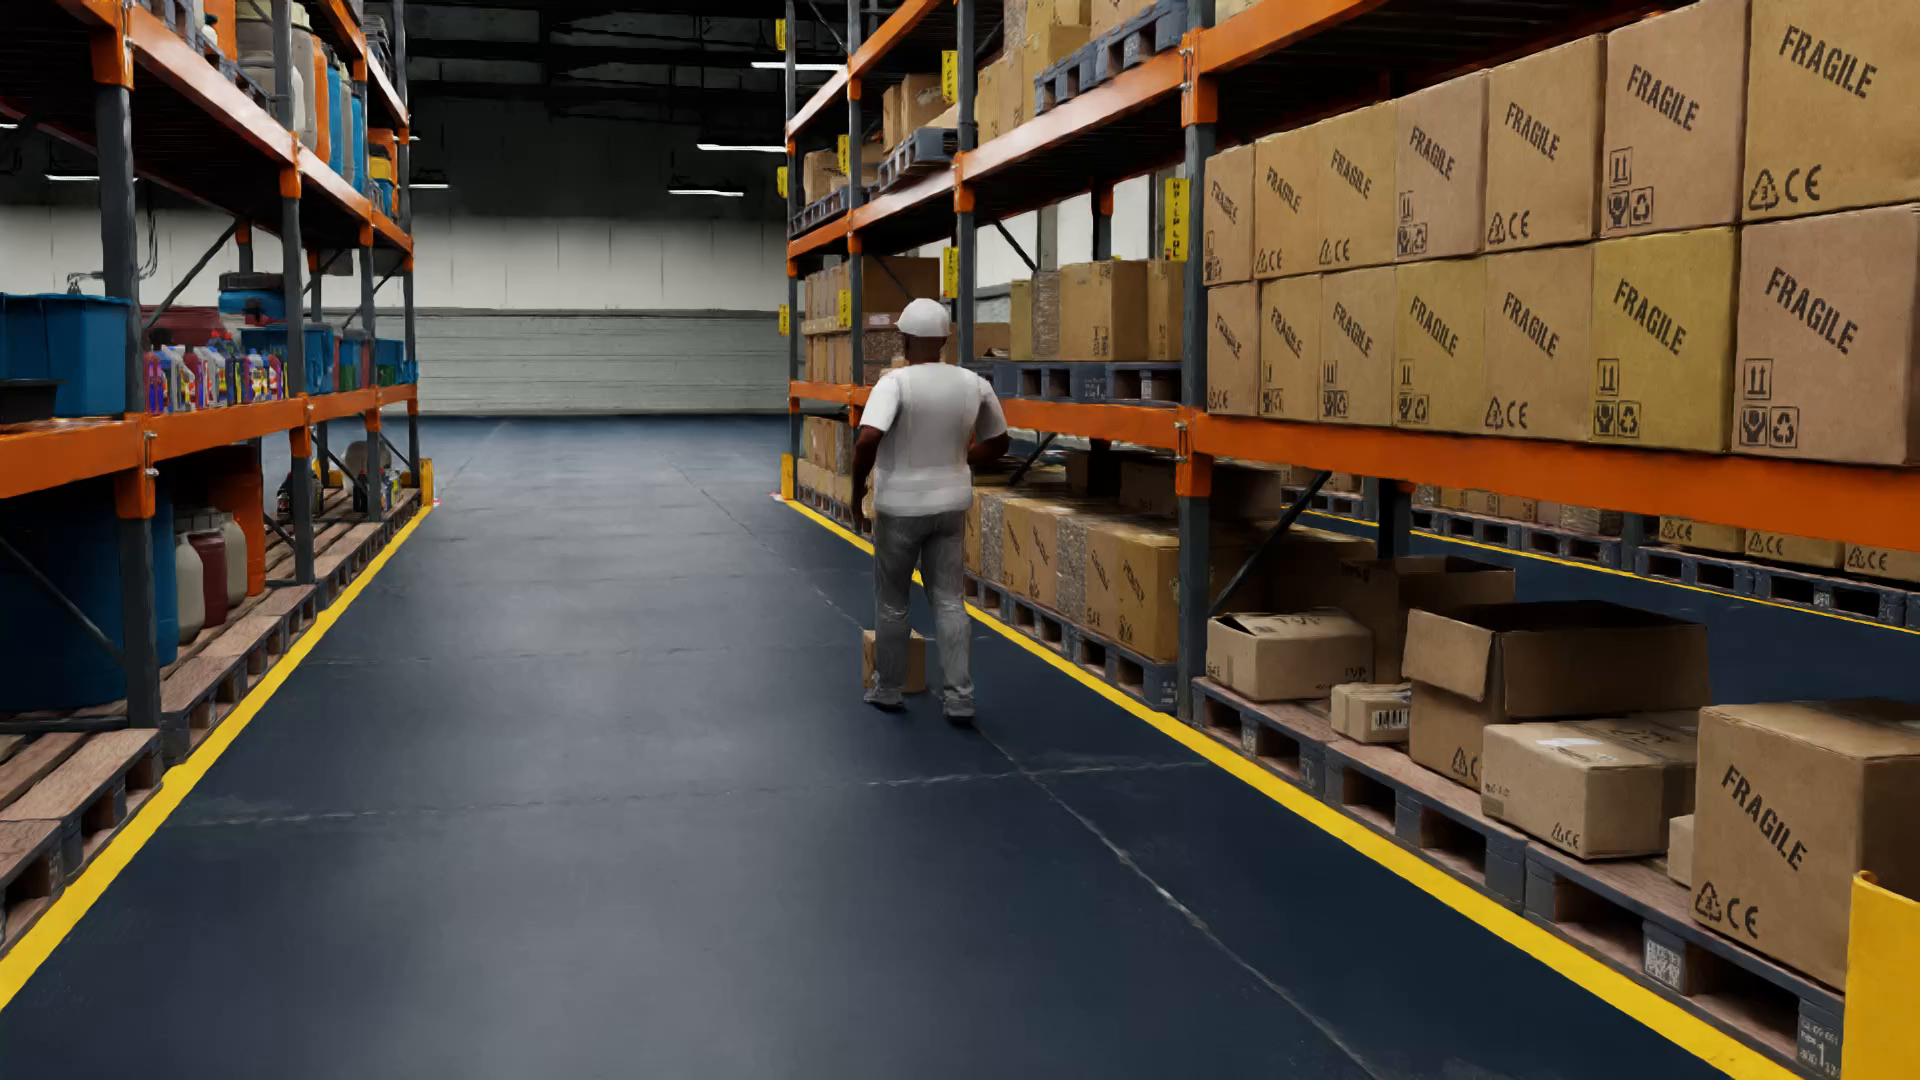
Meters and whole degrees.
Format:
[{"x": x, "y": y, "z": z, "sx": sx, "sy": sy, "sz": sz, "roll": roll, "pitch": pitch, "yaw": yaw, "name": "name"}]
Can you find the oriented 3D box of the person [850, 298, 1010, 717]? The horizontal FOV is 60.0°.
[{"x": -0.205, "y": -0.134, "z": 7.068, "sx": 0.750, "sy": 1.765, "sz": 0.740, "roll": -3, "pitch": 7, "yaw": -25, "name": "person"}]
